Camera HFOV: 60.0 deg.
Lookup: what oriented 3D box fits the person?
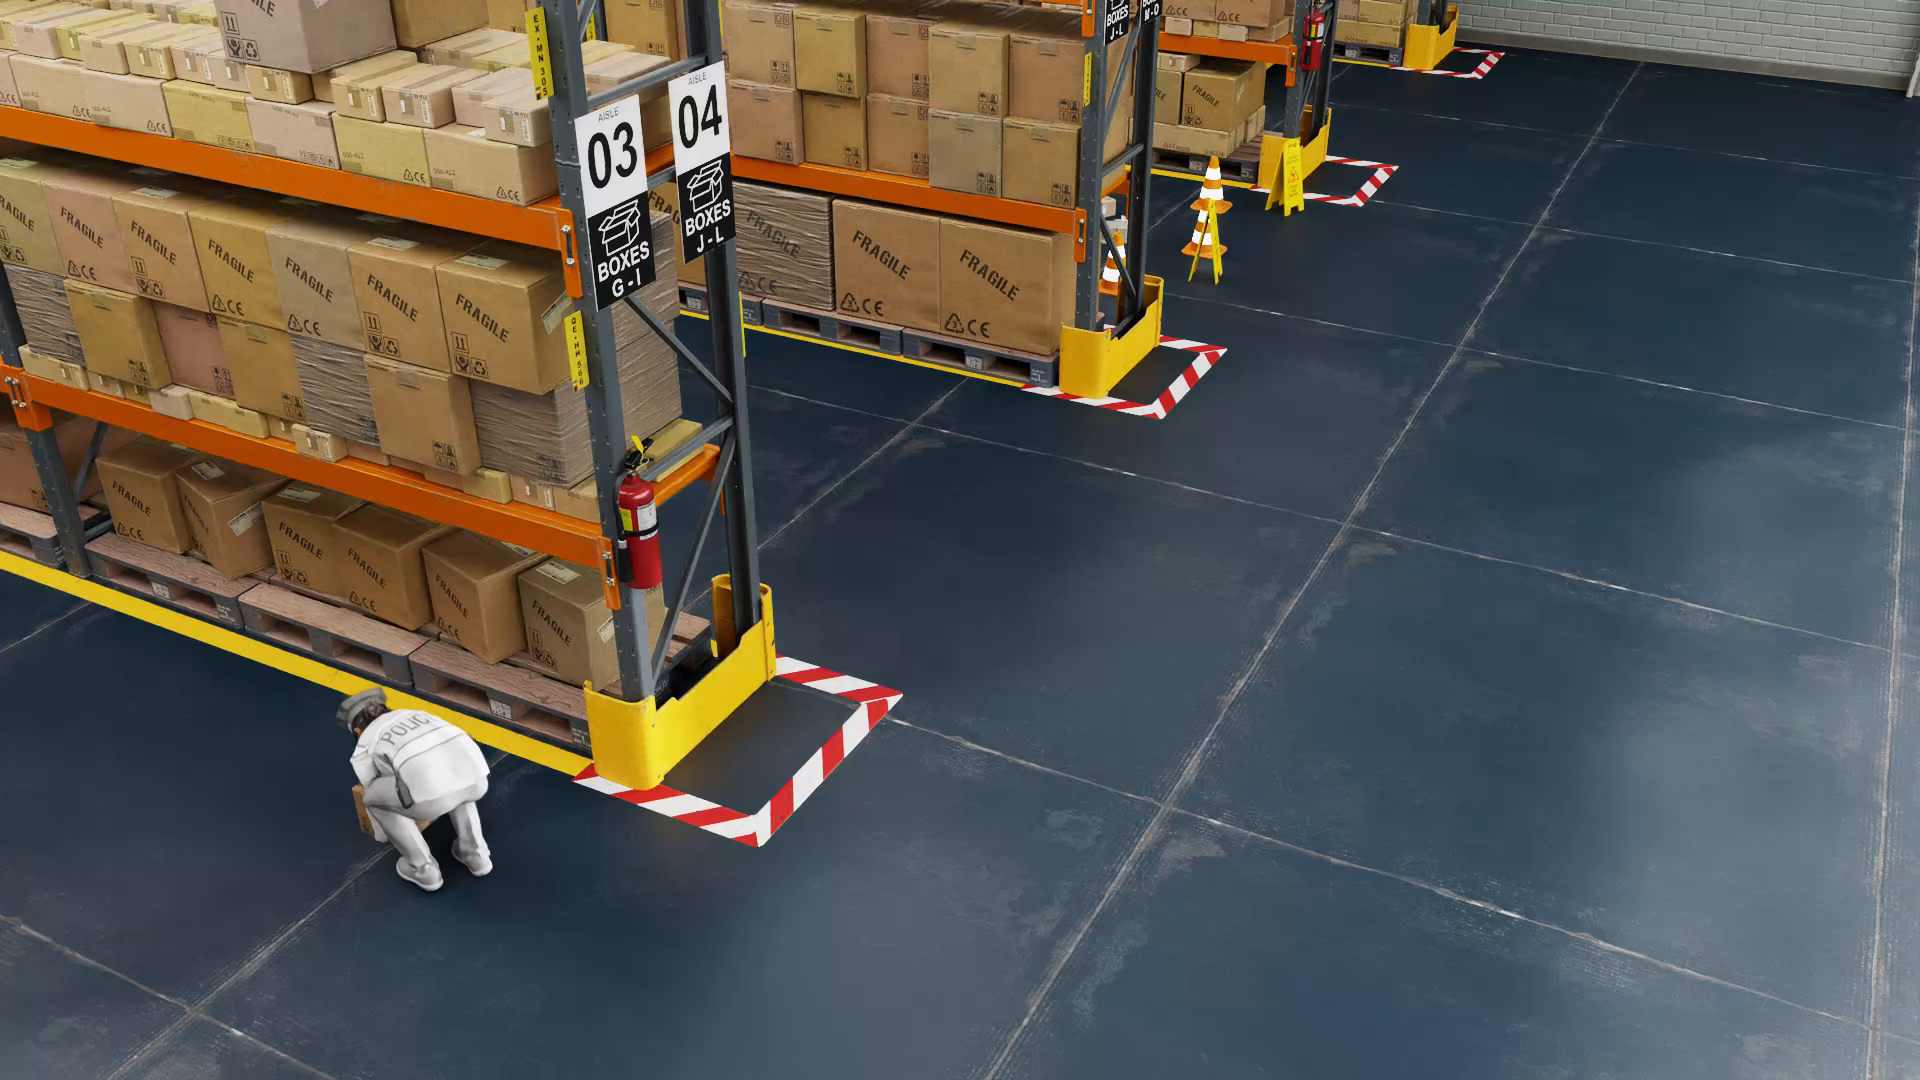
[{"bbox_3d":[-2.421,0.821,7.178,0.409,1.366,0.857,-25,39,-36],"label":"person"}]
